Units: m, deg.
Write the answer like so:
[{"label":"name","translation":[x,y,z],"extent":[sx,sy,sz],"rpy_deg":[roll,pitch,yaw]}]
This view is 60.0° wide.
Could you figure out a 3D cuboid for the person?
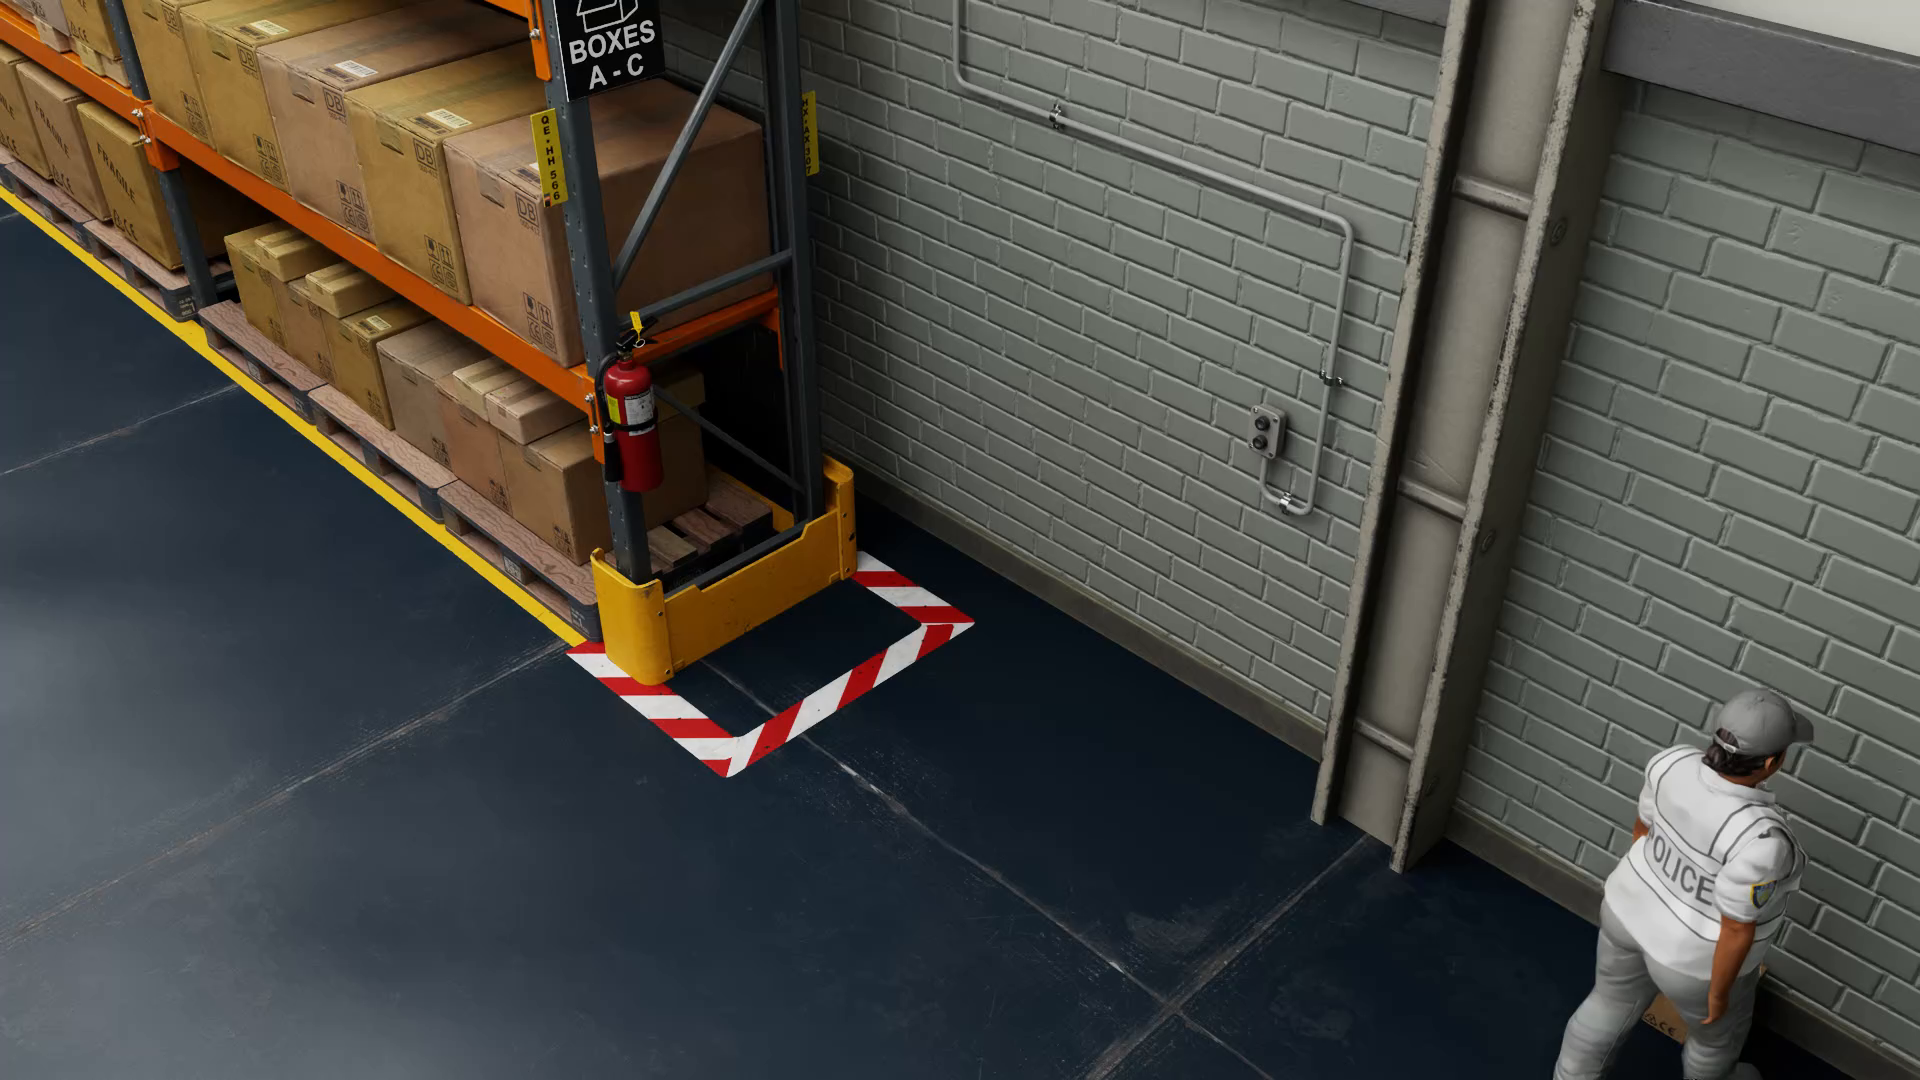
[{"label":"person","translation":[2.127,1.059,4.663],"extent":[0.667,1.653,0.473],"rpy_deg":[-12,37,-16]}]
